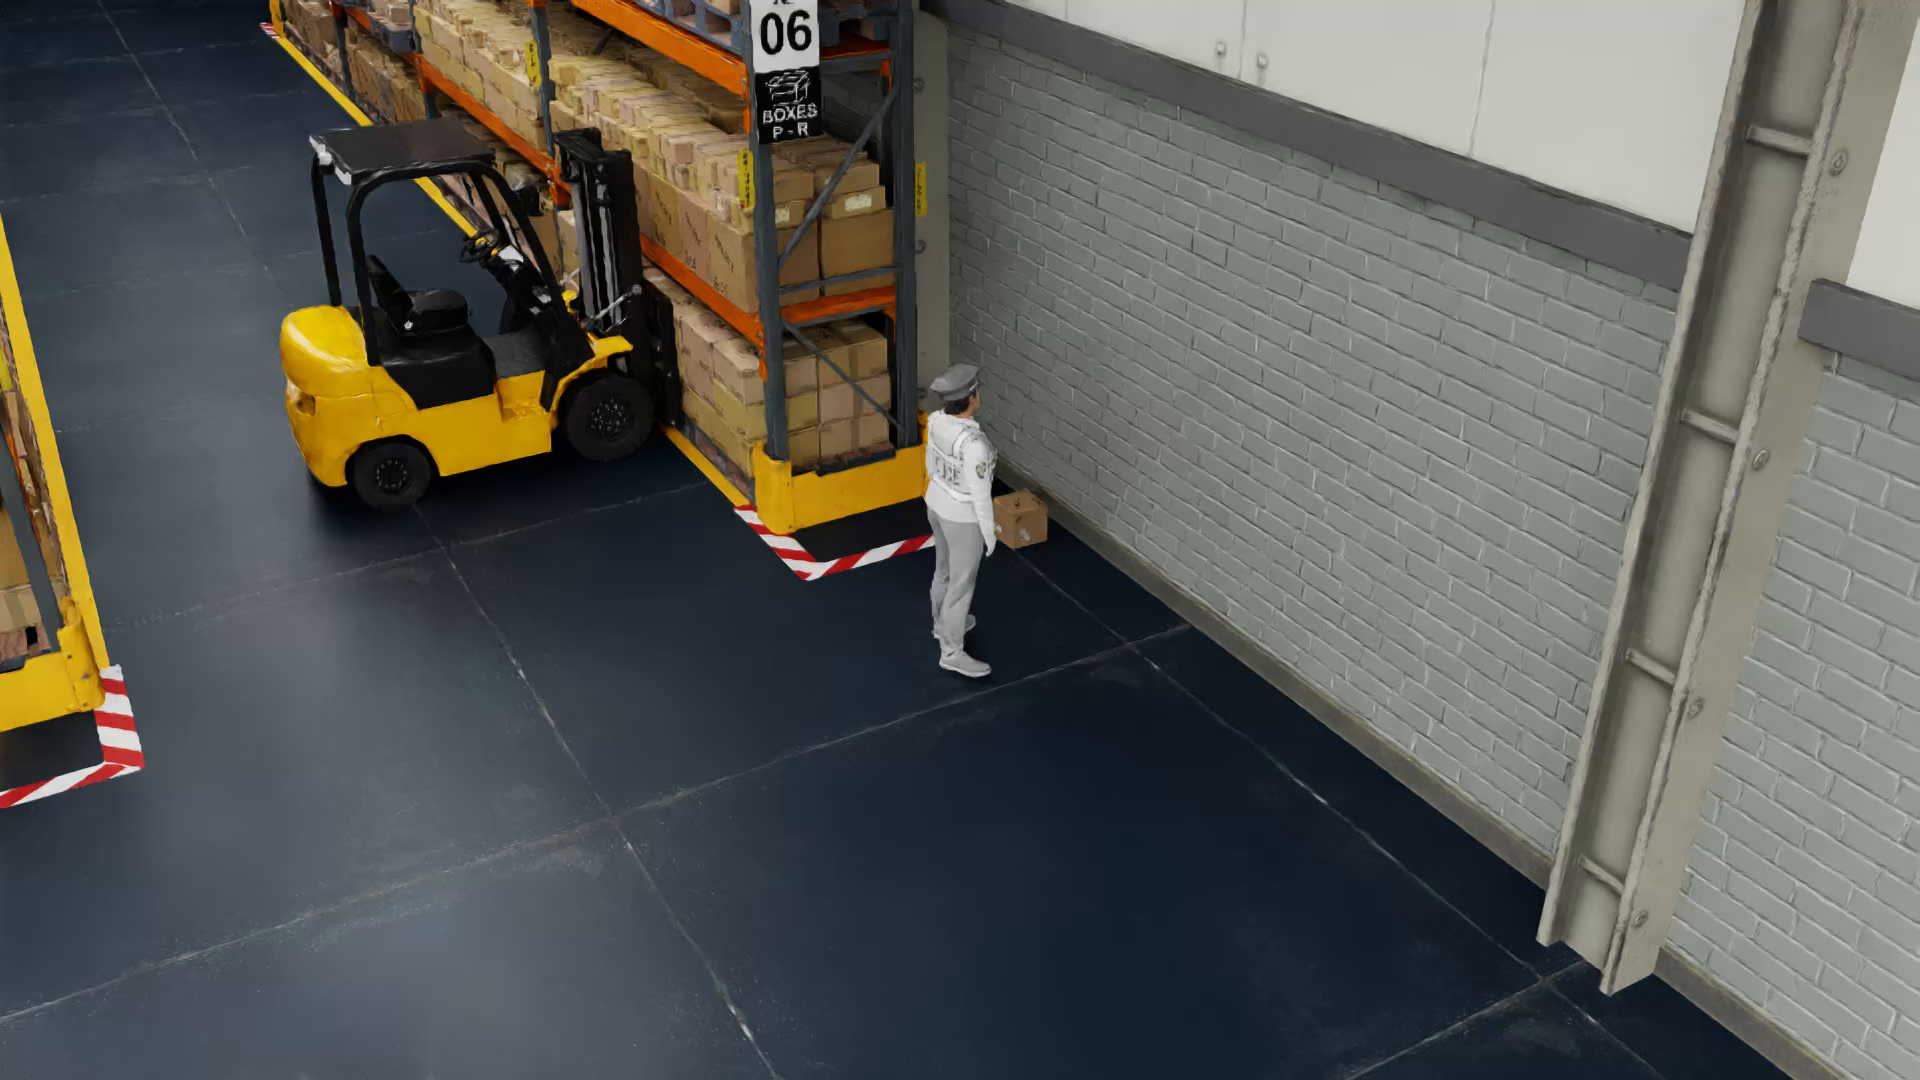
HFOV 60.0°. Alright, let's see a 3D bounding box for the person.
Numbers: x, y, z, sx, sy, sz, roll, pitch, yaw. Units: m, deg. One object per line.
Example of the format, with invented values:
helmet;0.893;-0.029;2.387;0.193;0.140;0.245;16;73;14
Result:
person;0.007;-0.132;8.721;0.389;1.684;0.597;-15;33;-25
